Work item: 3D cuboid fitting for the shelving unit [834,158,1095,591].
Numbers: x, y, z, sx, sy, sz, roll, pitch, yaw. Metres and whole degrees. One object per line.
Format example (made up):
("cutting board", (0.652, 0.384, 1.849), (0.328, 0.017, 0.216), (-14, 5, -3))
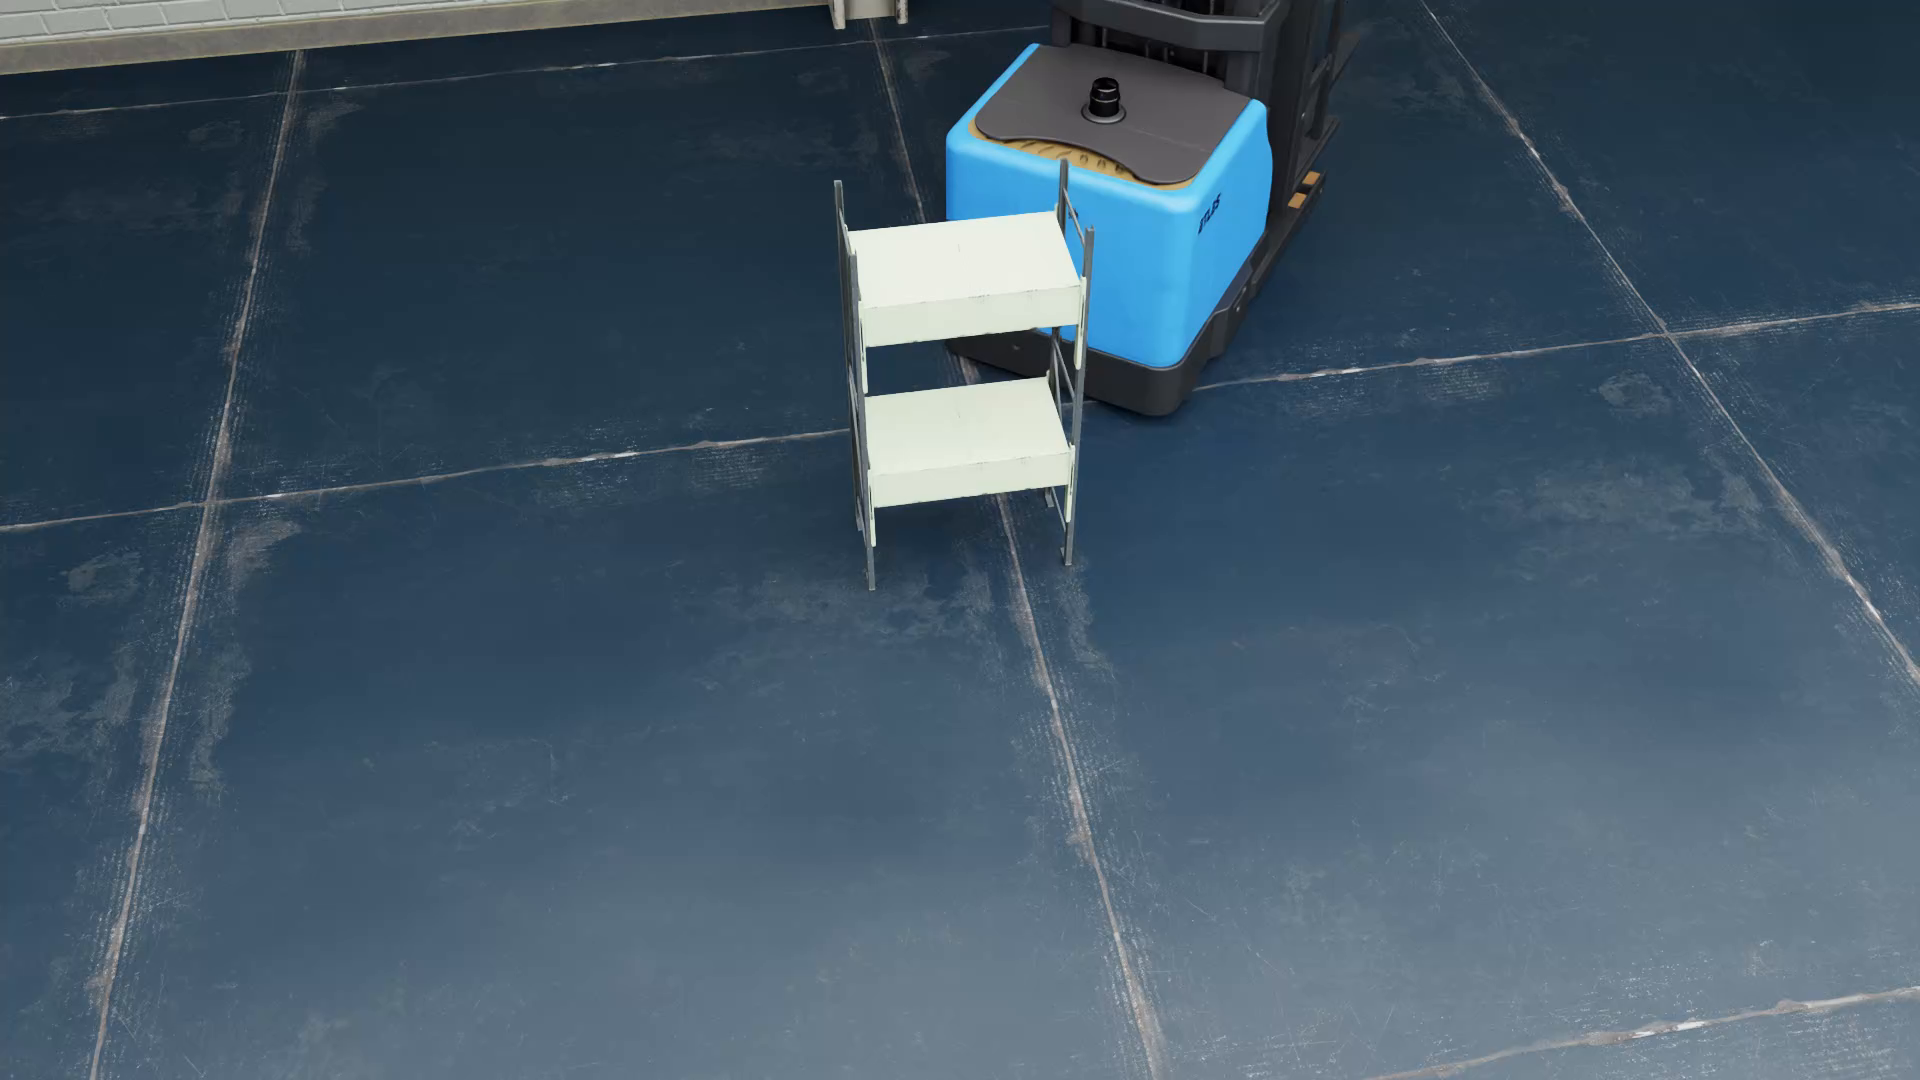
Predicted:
("shelving unit", (0.007, -0.521, 5.711), (0.755, 1.500, 0.431), (-7, 46, -7))

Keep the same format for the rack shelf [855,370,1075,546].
("rack shelf", (0.007, -0.295, 5.945), (0.720, 0.370, 0.431), (-7, 46, -7))

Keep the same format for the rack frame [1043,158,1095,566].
("rack frame", (0.367, -0.566, 5.754), (0.023, 1.500, 0.400), (-7, 46, -7))

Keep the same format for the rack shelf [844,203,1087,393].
("rack shelf", (0.007, -0.792, 5.430), (0.720, 0.370, 0.431), (-7, 46, -7))

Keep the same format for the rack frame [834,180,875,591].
("rack frame", (-0.354, -0.476, 5.667), (0.023, 1.500, 0.400), (-7, 46, -7))

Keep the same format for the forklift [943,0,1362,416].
("forklift", (1.047, -2.577, 6.697), (1.130, 2.935, 3.031), (20, 49, 18))
